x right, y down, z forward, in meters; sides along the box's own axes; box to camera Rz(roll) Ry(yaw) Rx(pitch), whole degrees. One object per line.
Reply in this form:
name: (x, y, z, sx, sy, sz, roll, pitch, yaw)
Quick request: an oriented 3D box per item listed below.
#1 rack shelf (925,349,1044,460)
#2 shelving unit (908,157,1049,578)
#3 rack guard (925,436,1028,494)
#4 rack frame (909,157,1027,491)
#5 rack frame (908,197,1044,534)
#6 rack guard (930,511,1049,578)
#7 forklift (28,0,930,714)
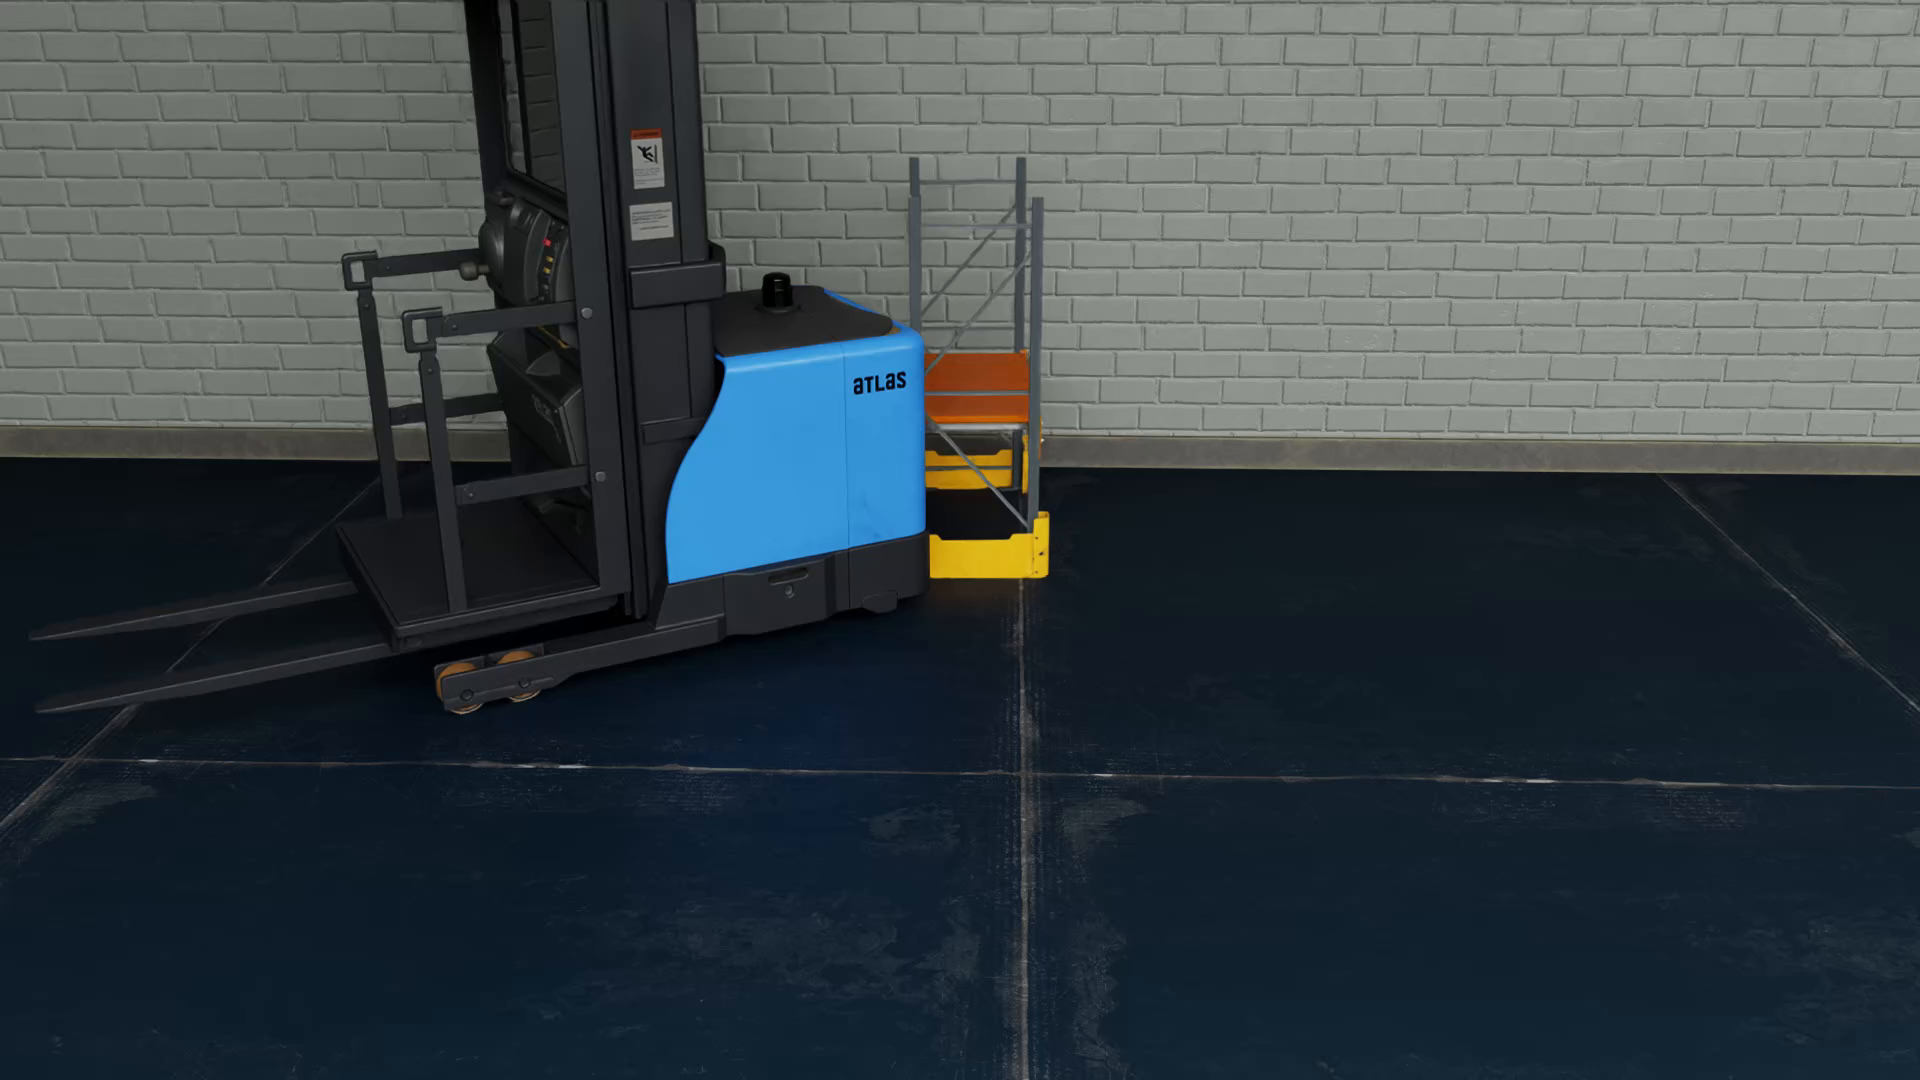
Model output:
rack shelf: (0.047, -0.579, 6.945, 0.538, 0.185, 1.000, -1, 21, -1)
shelving unit: (0.047, -0.743, 6.871, 0.587, 1.500, 1.083, -1, 21, -1)
rack guard: (0.035, -0.341, 7.562, 0.587, 0.250, 0.087, -1, 21, -1)
rack frame: (0.034, -0.930, 7.354, 0.500, 1.500, 0.032, -1, 21, -1)
rack frame: (0.059, -0.563, 6.406, 0.500, 1.500, 0.032, -1, 21, -1)
rack guard: (0.059, 0.019, 6.633, 0.587, 0.250, 0.087, -1, 21, -1)
forklift: (-1.654, -1.006, 5.569, 3.031, 2.935, 1.130, -11, 24, -27)
